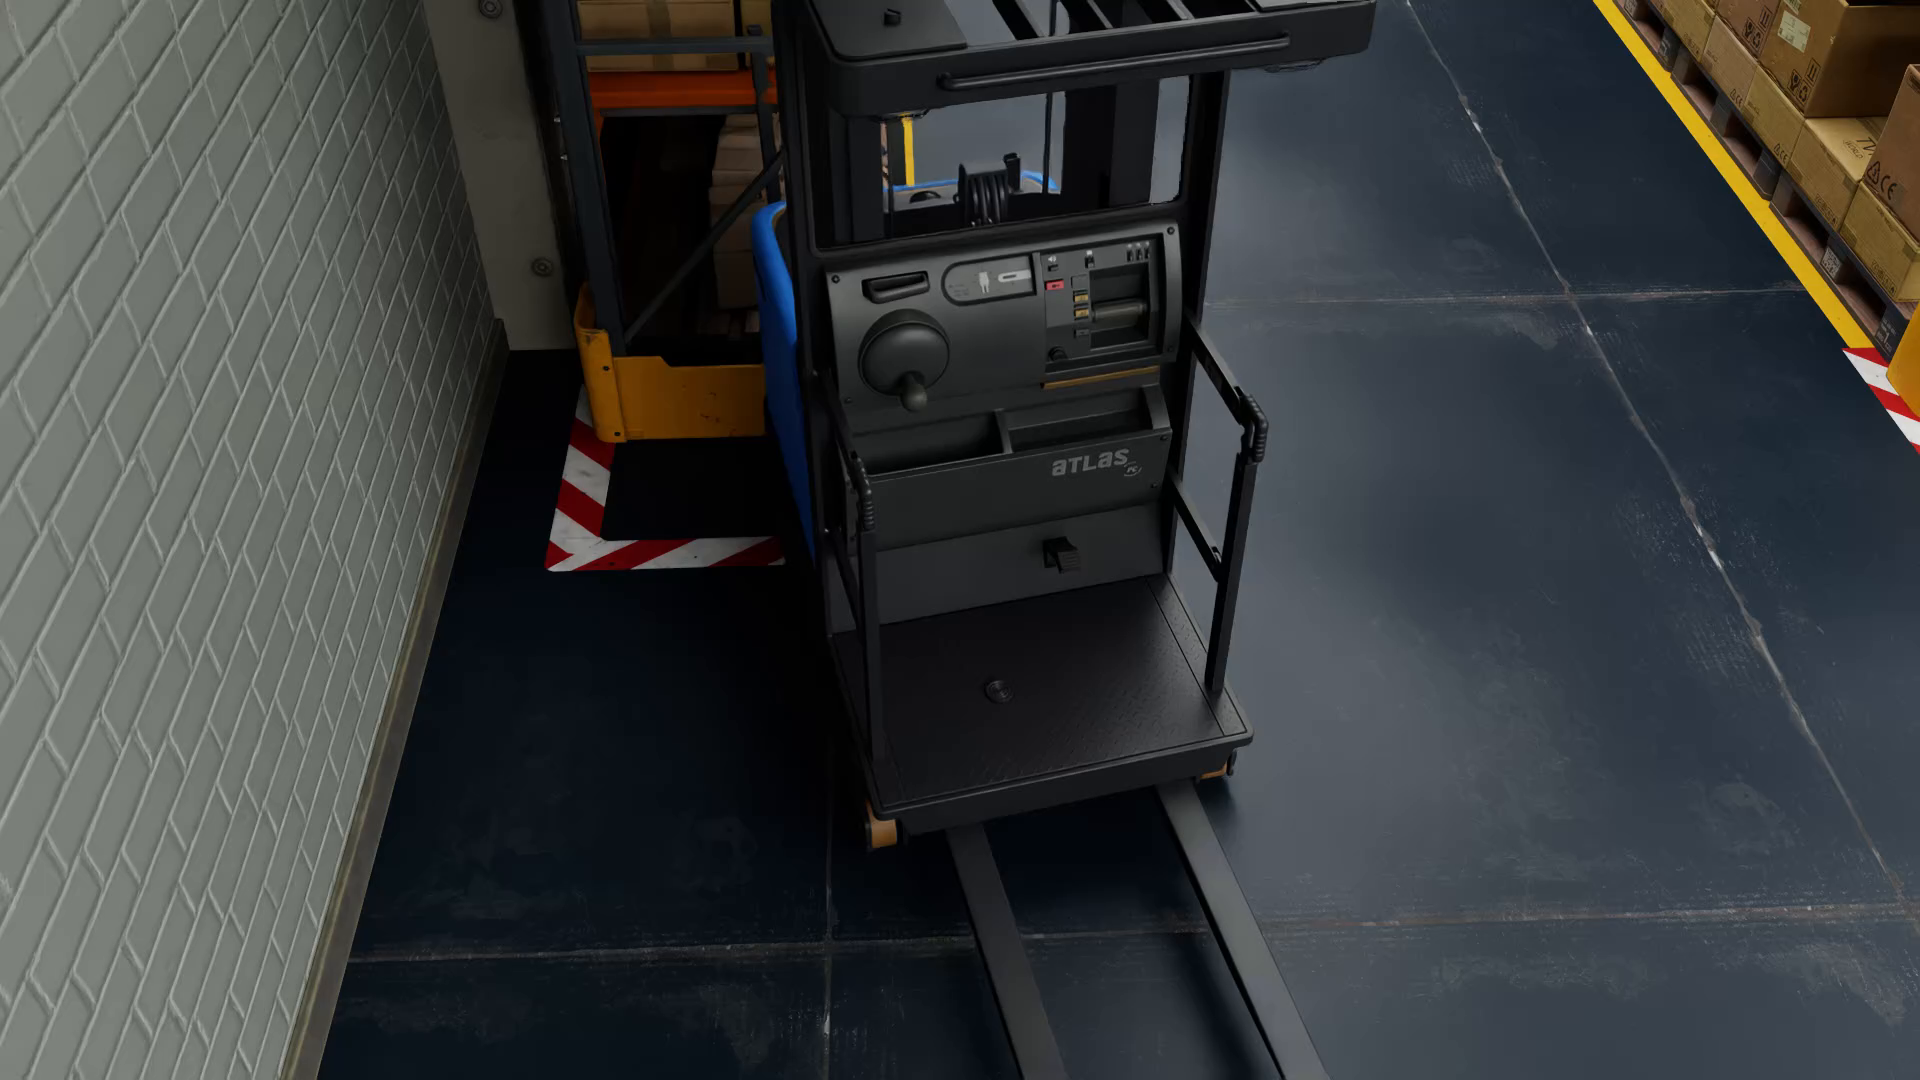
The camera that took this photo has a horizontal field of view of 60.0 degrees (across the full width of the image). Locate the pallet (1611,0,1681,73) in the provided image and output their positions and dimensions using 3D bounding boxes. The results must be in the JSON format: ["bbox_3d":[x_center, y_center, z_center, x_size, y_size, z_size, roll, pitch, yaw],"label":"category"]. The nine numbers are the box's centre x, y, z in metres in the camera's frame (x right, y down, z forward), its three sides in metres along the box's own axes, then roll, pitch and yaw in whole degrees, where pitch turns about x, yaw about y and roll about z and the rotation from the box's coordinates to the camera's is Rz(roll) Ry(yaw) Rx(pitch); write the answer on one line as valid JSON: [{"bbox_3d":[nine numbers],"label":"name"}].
[{"bbox_3d":[3.995,-2.825,8.675,1.003,0.211,1.213,-2,43,-2],"label":"pallet"}]

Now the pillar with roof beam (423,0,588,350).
[{"bbox_3d":[2.631,-4.329,3.813,9.100,9.000,0.400,-2,43,-2],"label":"pillar with roof beam"}]

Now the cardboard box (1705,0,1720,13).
[{"bbox_3d":[3.752,-2.811,7.766,0.500,0.500,0.500,-2,43,-2],"label":"cardboard box"}]

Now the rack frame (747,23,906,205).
[{"bbox_3d":[-0.426,-1.165,5.871,0.500,1.500,0.032,-16,47,-14],"label":"rack frame"}]

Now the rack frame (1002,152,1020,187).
[{"bbox_3d":[-0.052,-0.500,5.200,0.500,1.500,0.032,-16,47,-14],"label":"rack frame"}]

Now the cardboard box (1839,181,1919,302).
[{"bbox_3d":[3.855,-1.185,6.547,0.500,0.250,0.500,-2,43,-2],"label":"cardboard box"}]

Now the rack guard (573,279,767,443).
[{"bbox_3d":[-0.780,-0.676,6.117,1.175,0.500,0.348,-2,43,-2],"label":"rack guard"}]

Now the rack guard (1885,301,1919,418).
[{"bbox_3d":[4.174,-0.753,6.201,1.175,0.500,0.348,-2,43,-2],"label":"rack guard"}]

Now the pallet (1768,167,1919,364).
[{"bbox_3d":[4.098,-1.178,6.878,1.003,0.211,1.213,-2,43,-2],"label":"pallet"}]

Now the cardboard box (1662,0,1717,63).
[{"bbox_3d":[3.752,-2.535,8.020,0.500,0.250,0.500,-2,43,-2],"label":"cardboard box"}]

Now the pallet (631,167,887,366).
[{"bbox_3d":[-0.779,-1.119,6.814,1.003,0.211,1.213,-2,43,-2],"label":"pallet"}]

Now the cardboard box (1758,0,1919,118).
[{"bbox_3d":[3.796,-2.136,7.030,0.500,0.500,0.500,-2,43,-2],"label":"cardboard box"}]

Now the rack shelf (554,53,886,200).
[{"bbox_3d":[-0.861,-2.631,6.933,1.077,0.370,4.000,-2,43,-2],"label":"rack shelf"}]

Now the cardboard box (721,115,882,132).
[{"bbox_3d":[-0.721,-2.138,7.387,0.700,0.500,0.500,-4,43,-4],"label":"cardboard box"}]

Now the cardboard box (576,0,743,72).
[{"bbox_3d":[-0.990,-1.808,5.599,0.500,0.250,0.500,-1,43,-1],"label":"cardboard box"}]

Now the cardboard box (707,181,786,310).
[{"bbox_3d":[-0.716,-1.186,6.489,0.500,0.311,0.500,-6,43,-7],"label":"cardboard box"}]

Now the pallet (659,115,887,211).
[{"bbox_3d":[-0.828,-1.940,7.710,1.003,0.211,1.213,-2,43,-2],"label":"pallet"}]

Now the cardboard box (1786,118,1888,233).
[{"bbox_3d":[3.822,-1.522,6.915,0.500,0.250,0.500,-2,43,-2],"label":"cardboard box"}]

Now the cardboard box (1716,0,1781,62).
[{"bbox_3d":[3.776,-2.474,7.398,0.500,0.500,0.500,-2,43,-2],"label":"cardboard box"}]

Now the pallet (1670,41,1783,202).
[{"bbox_3d":[4.050,-1.999,7.775,1.003,0.211,1.213,-2,43,-2],"label":"pallet"}]

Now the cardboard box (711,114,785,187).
[{"bbox_3d":[-0.740,-1.571,6.909,0.500,0.311,0.500,2,43,2],"label":"cardboard box"}]

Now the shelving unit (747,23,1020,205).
[{"bbox_3d":[-0.239,-0.833,5.536,0.538,1.500,1.048,-16,47,-14],"label":"shelving unit"}]

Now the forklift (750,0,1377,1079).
[{"bbox_3d":[0.180,-0.491,4.117,1.130,2.935,3.031,-10,43,-11],"label":"forklift"}]

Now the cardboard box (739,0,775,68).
[{"bbox_3d":[-0.480,-1.836,5.630,0.500,0.250,0.500,-3,43,-3],"label":"cardboard box"}]

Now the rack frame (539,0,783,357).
[{"bbox_3d":[-0.776,-1.546,5.216,1.000,3.000,0.127,-2,43,-2],"label":"rack frame"}]

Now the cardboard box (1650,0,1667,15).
[{"bbox_3d":[3.736,-2.873,8.388,0.500,0.250,0.500,-2,43,-2],"label":"cardboard box"}]

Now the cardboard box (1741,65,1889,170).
[{"bbox_3d":[3.798,-1.860,7.283,0.500,0.250,0.500,-2,43,-2],"label":"cardboard box"}]

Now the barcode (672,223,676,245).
[{"bbox_3d":[-1.116,-1.191,6.486,0.001,0.075,0.075,-2,43,-2],"label":"barcode"}]

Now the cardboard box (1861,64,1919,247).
[{"bbox_3d":[3.853,-1.462,6.294,0.500,0.500,0.500,-2,43,-2],"label":"cardboard box"}]

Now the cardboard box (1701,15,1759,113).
[{"bbox_3d":[3.779,-2.197,7.652,0.500,0.250,0.500,-2,43,-2],"label":"cardboard box"}]
